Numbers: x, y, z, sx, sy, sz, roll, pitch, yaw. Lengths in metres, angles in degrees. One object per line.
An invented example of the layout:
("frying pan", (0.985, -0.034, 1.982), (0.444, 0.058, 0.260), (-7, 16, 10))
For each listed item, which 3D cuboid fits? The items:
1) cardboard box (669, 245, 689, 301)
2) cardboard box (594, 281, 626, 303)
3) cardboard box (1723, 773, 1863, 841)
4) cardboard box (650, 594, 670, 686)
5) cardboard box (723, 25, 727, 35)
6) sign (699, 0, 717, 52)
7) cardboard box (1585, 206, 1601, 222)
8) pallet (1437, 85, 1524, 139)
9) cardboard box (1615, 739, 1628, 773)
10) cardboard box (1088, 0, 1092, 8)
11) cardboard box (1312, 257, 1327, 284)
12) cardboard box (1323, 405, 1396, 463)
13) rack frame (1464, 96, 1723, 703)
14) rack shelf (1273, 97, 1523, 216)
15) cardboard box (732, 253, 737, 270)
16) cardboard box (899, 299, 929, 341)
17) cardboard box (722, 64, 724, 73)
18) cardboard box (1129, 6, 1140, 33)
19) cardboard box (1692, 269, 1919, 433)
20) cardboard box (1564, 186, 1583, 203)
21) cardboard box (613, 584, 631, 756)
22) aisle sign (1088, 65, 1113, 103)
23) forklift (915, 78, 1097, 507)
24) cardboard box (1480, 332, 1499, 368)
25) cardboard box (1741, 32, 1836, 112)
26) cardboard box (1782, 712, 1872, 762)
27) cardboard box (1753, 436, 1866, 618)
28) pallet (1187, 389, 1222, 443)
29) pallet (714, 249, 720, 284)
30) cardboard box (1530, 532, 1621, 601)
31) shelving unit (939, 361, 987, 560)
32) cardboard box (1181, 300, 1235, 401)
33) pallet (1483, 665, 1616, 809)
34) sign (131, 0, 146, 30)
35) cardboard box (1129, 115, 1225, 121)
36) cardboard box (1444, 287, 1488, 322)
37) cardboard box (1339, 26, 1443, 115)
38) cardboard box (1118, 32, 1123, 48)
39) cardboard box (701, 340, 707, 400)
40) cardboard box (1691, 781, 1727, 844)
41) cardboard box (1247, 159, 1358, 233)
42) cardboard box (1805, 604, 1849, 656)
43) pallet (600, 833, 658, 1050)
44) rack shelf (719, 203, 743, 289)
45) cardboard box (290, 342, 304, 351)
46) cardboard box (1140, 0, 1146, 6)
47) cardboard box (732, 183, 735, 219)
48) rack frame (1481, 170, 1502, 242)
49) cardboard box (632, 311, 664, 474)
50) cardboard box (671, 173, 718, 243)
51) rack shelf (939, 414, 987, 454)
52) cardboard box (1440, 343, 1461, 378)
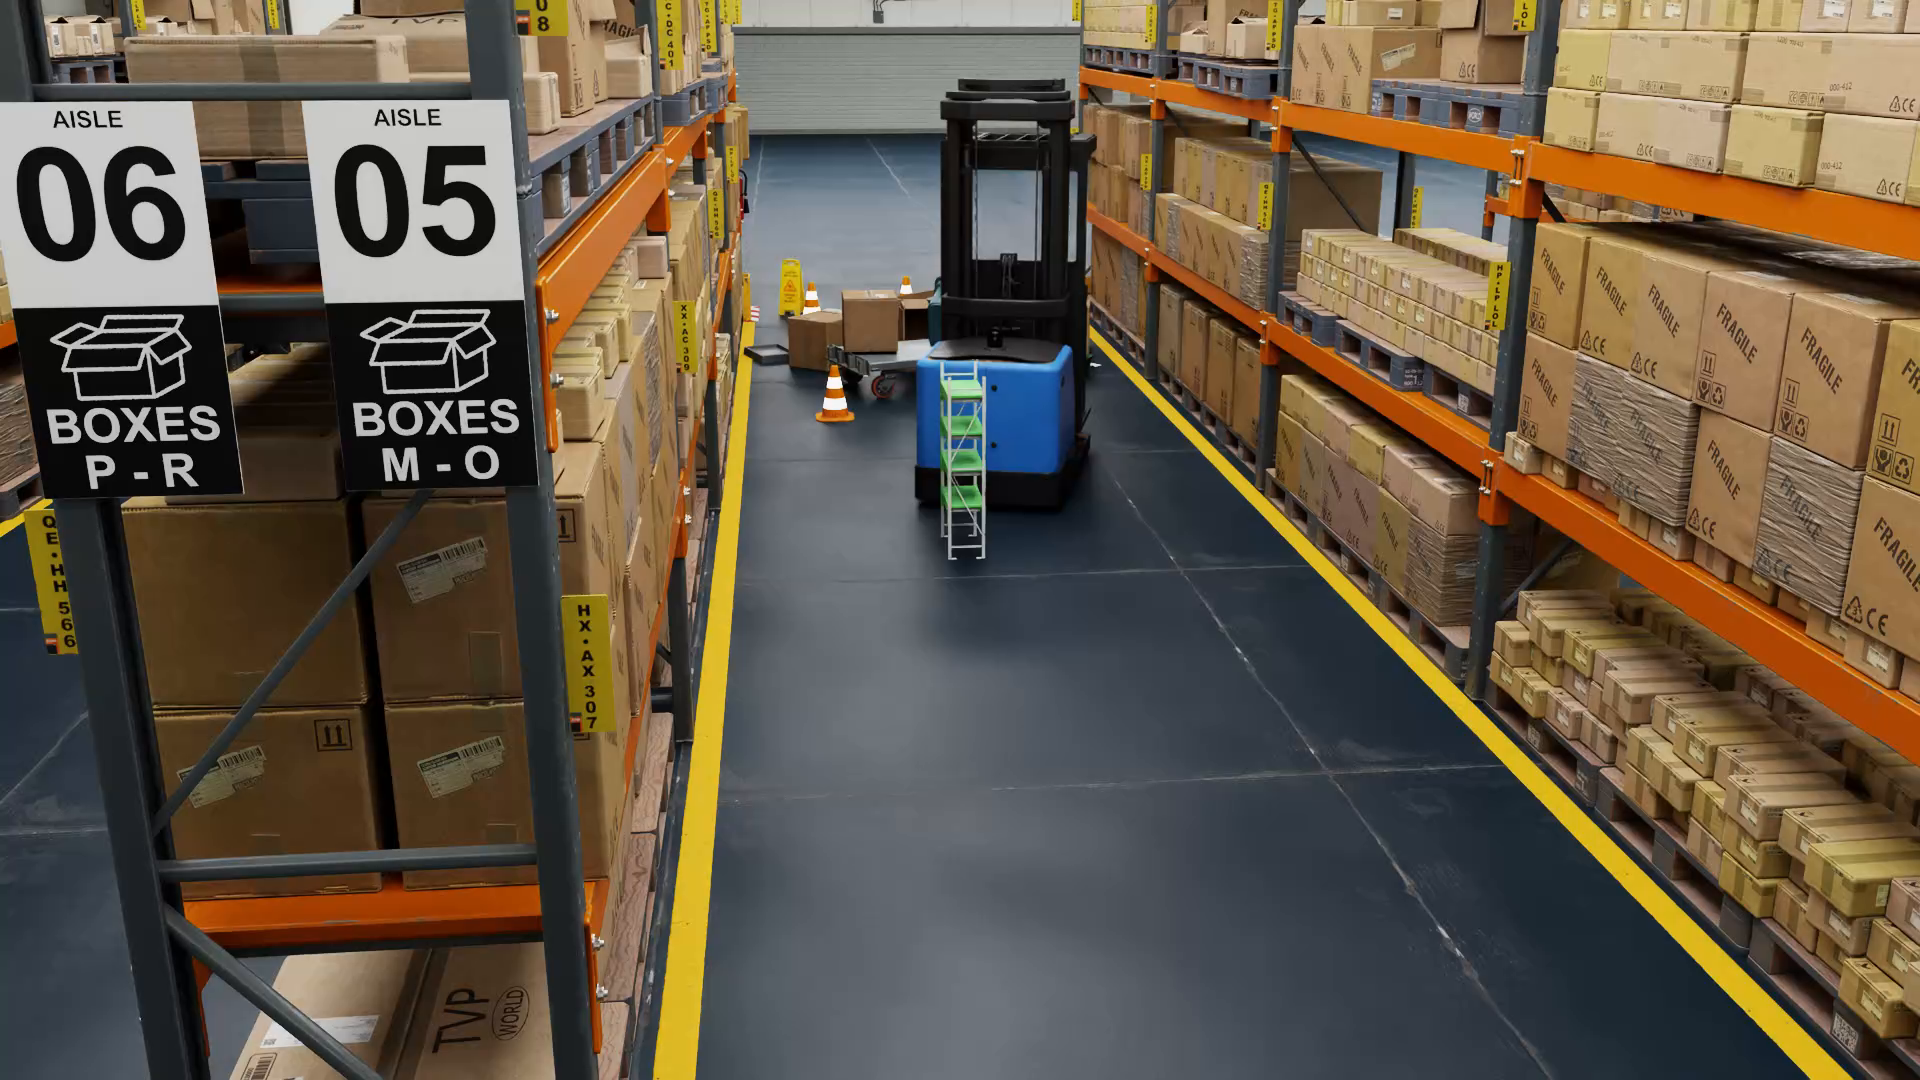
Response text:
("cardboard box", (-1.552, -1.113, 7.878), (0.500, 0.500, 0.500), (-2, 17, -5))
("cardboard box", (-1.375, -0.818, 5.854), (0.380, 0.149, 0.250), (-2, 18, -7))
("cardboard box", (3.058, 0.979, 6.115), (0.380, 0.149, 0.250), (-1, 17, -4))
("cardboard box", (-1.936, 0.183, 8.432), (0.875, 0.875, 0.875), (-1, 17, -4))
("cardboard box", (-2.400, -4.862, 15.736), (0.380, 0.149, 0.250), (-2, 18, -6))
("sign", (-1.652, -3.370, 10.901), (0.100, 0.325, 0.005), (-2, 18, -6))
("cardboard box", (6.845, -3.447, 17.568), (0.380, 0.149, 0.250), (-2, 18, -6))
("pallet", (3.163, -2.160, 8.355), (1.213, 0.211, 1.003), (-2, 18, -6))
("cardboard box", (3.082, 0.952, 7.195), (0.380, 0.149, 0.250), (-3, 18, -8))
("cardboard box", (1.626, -5.962, 18.373), (0.380, 0.149, 0.250), (-2, 18, -5))
("cardboard box", (2.588, -1.814, 11.170), (0.380, 0.149, 0.250), (-1, 17, -3))
("cardboard box", (2.629, -0.677, 10.544), (0.500, 0.250, 0.500), (-2, 18, -5))
("rack frame", (3.121, -0.631, 8.180), (1.000, 3.000, 0.127), (-2, 18, -6))
("rack shelf", (2.914, -2.315, 9.736), (1.077, 0.370, 4.000), (-2, 18, -6))
("cardboard box", (-2.418, -2.764, 16.527), (0.380, 0.149, 0.250), (-1, 17, -4))
("cardboard box", (-0.226, -2.174, 17.034), (0.797, 0.637, 0.503), (-2, 18, -6))
("cardboard box", (-2.375, -4.323, 15.351), (0.380, 0.149, 0.250), (-2, 18, -6))
("cardboard box", (1.937, -5.054, 16.144), (0.500, 0.250, 0.500), (-2, 18, -6))
("cardboard box", (3.066, -0.698, 6.059), (0.500, 0.500, 0.500), (-2, 18, -8))
("cardboard box", (7.076, -3.909, 17.958), (0.875, 0.500, 0.500), (-2, 18, -6))
("cardboard box", (-1.224, 0.394, 4.747), (0.500, 0.500, 0.500), (-2, 18, -6))
("aisle sign", (1.577, -5.459, 19.216), (0.394, 0.787, 0.004), (-2, 18, -6))
("forklift", (0.442, -2.033, 12.759), (1.130, 2.935, 3.031), (3, 18, 10))
("cardboard box", (2.883, -0.966, 8.468), (0.380, 0.149, 0.250), (-1, 17, -4))
("cardboard box", (3.088, -1.623, 5.745), (0.500, 0.250, 0.500), (-3, 18, -8))
("cardboard box", (3.540, 0.807, 6.665), (0.380, 0.149, 0.250), (-2, 18, -6))
("cardboard box", (3.121, -0.059, 5.695), (0.500, 0.500, 0.500), (-2, 18, -5))
("pallet", (2.579, -1.092, 14.304), (1.003, 0.211, 1.213), (-2, 18, -6))
("pallet", (-2.450, -2.137, 13.296), (1.003, 0.211, 1.213), (-2, 18, -6))
("cardboard box", (3.308, 0.133, 9.218), (0.500, 0.500, 0.500), (-1, 17, -3))
("shelving unit", (0.017, -0.523, 10.840), (0.258, 1.200, 0.503), (-2, 18, -6))
("cardboard box", (2.545, -1.672, 14.550), (1.050, 0.750, 0.750), (-2, 18, -6))
("pallet", (3.225, 0.898, 7.963), (1.003, 0.211, 1.213), (-2, 18, -6))
("sign", (-7.016, -4.525, 14.185), (0.100, 0.325, 0.005), (-2, 18, -6))
("cardboard box", (2.200, -4.038, 16.977), (0.875, 0.550, 0.550), (-2, 18, -6))
("cardboard box", (2.832, -1.266, 8.927), (0.380, 0.149, 0.250), (-2, 18, -7))
("cardboard box", (2.618, -2.826, 9.995), (0.500, 0.500, 0.500), (-2, 18, -6))
("cardboard box", (1.807, -5.052, 16.805), (0.380, 0.149, 0.250), (-2, 18, -6))
("cardboard box", (-1.710, -0.972, 9.517), (0.500, 0.250, 0.500), (-2, 18, -7))
("cardboard box", (3.065, 1.044, 6.404), (0.380, 0.149, 0.250), (-1, 17, -3))
("cardboard box", (2.618, -2.632, 12.718), (0.700, 0.500, 0.500), (-2, 18, -6))
("cardboard box", (3.142, 0.288, 5.672), (0.380, 0.149, 0.250), (-3, 18, -8))
("pallet", (-1.663, 1.476, 6.124), (1.003, 0.211, 1.213), (-2, 18, -6))
("rack shelf", (-2.824, -3.084, 17.194), (1.077, 0.370, 4.000), (-2, 18, -6))
("cardboard box", (-1.803, -0.570, 5.065), (0.380, 0.149, 0.250), (-1, 17, -4))
("cardboard box", (1.915, -5.129, 15.718), (0.380, 0.149, 0.250), (-2, 18, -6))
("cardboard box", (-2.500, -3.460, 16.526), (0.500, 0.500, 0.500), (-2, 18, -6))
("rack frame", (6.827, -4.329, 19.960), (1.000, 3.000, 0.127), (-2, 18, -6))
("cardboard box", (-1.363, -0.538, 6.047), (0.500, 0.500, 0.500), (-2, 17, -5))
("cardboard box", (-2.188, -2.633, 13.192), (0.500, 0.500, 0.500), (-2, 18, -8))
("rack shelf", (0.017, -0.691, 10.788), (0.258, 0.148, 0.480), (-2, 18, -6))
("cardboard box", (2.831, -0.976, 8.995), (0.380, 0.149, 0.250), (-2, 18, -6))
